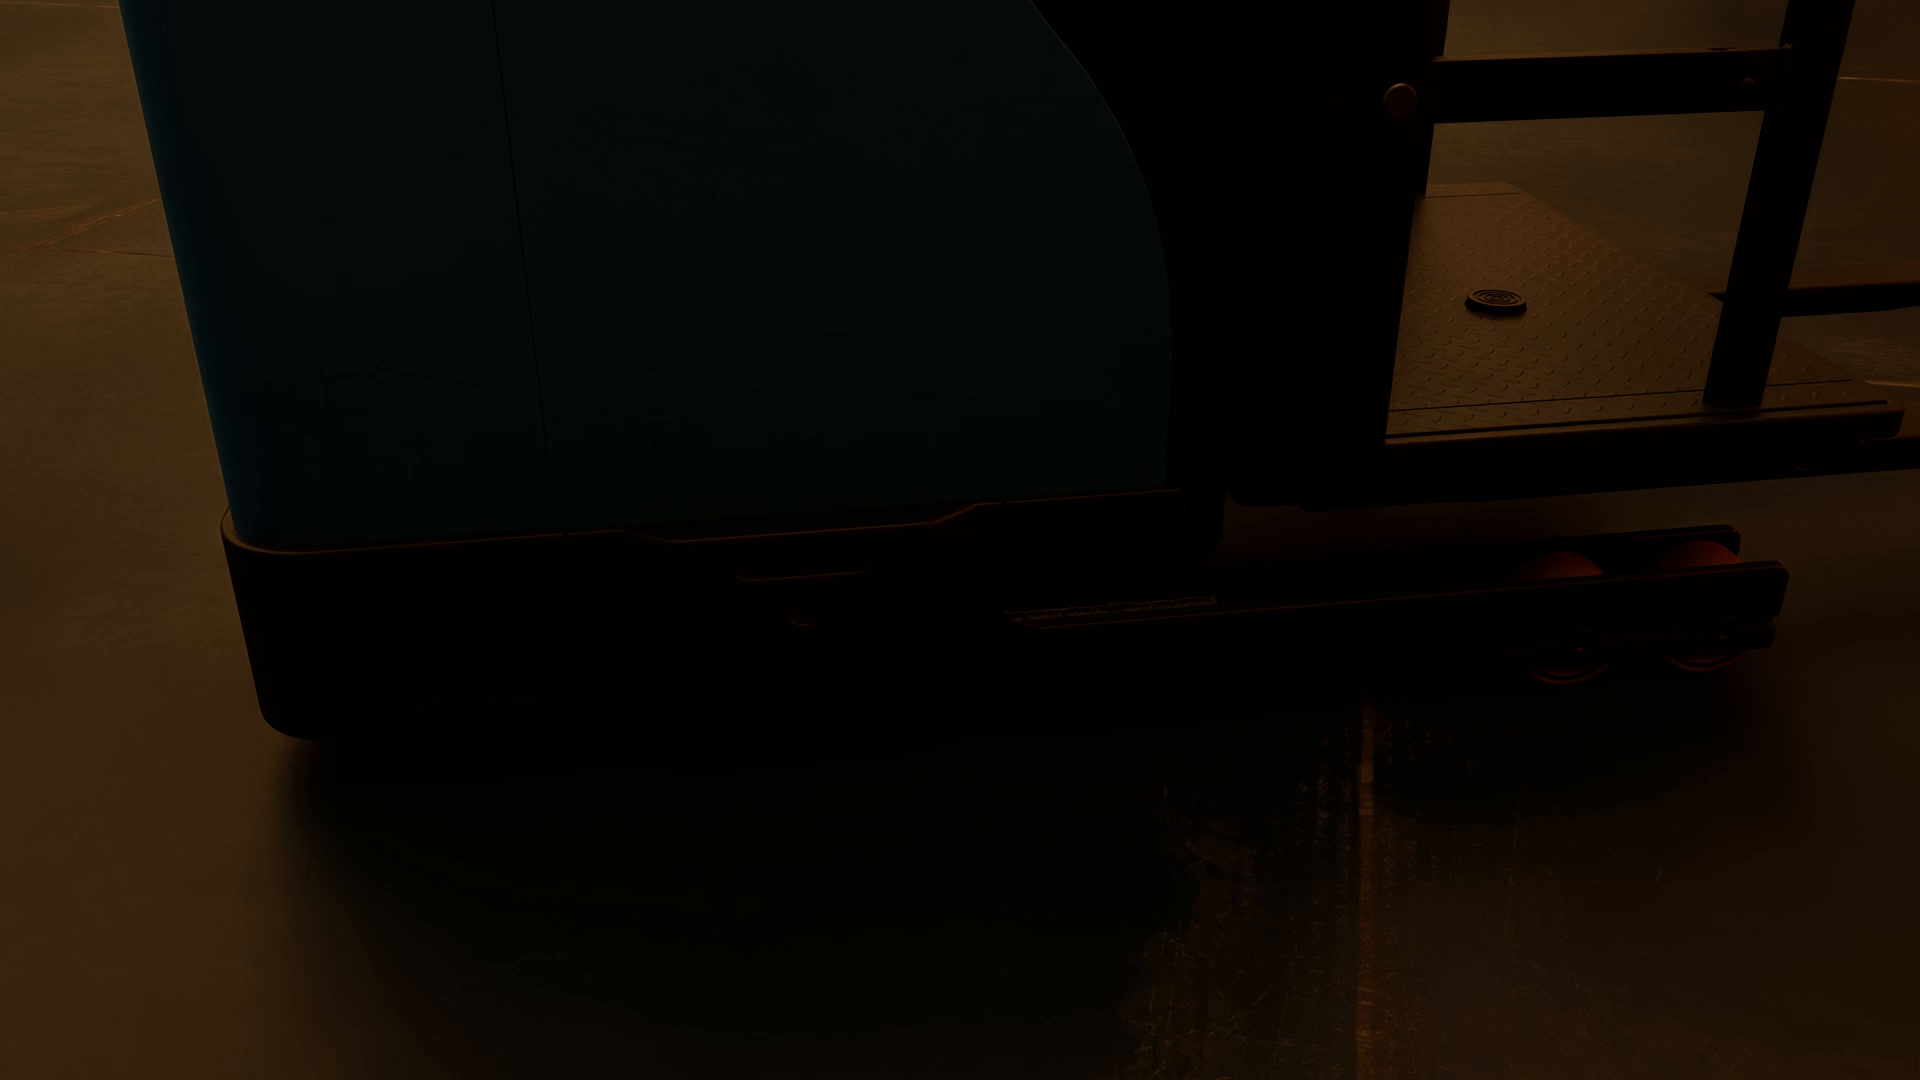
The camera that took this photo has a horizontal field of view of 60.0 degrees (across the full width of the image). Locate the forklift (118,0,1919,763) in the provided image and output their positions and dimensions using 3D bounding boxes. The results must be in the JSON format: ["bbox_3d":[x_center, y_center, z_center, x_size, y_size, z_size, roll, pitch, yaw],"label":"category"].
[{"bbox_3d":[0.600,-1.354,1.930,3.031,2.935,1.130,-4,27,-9],"label":"forklift"}]
